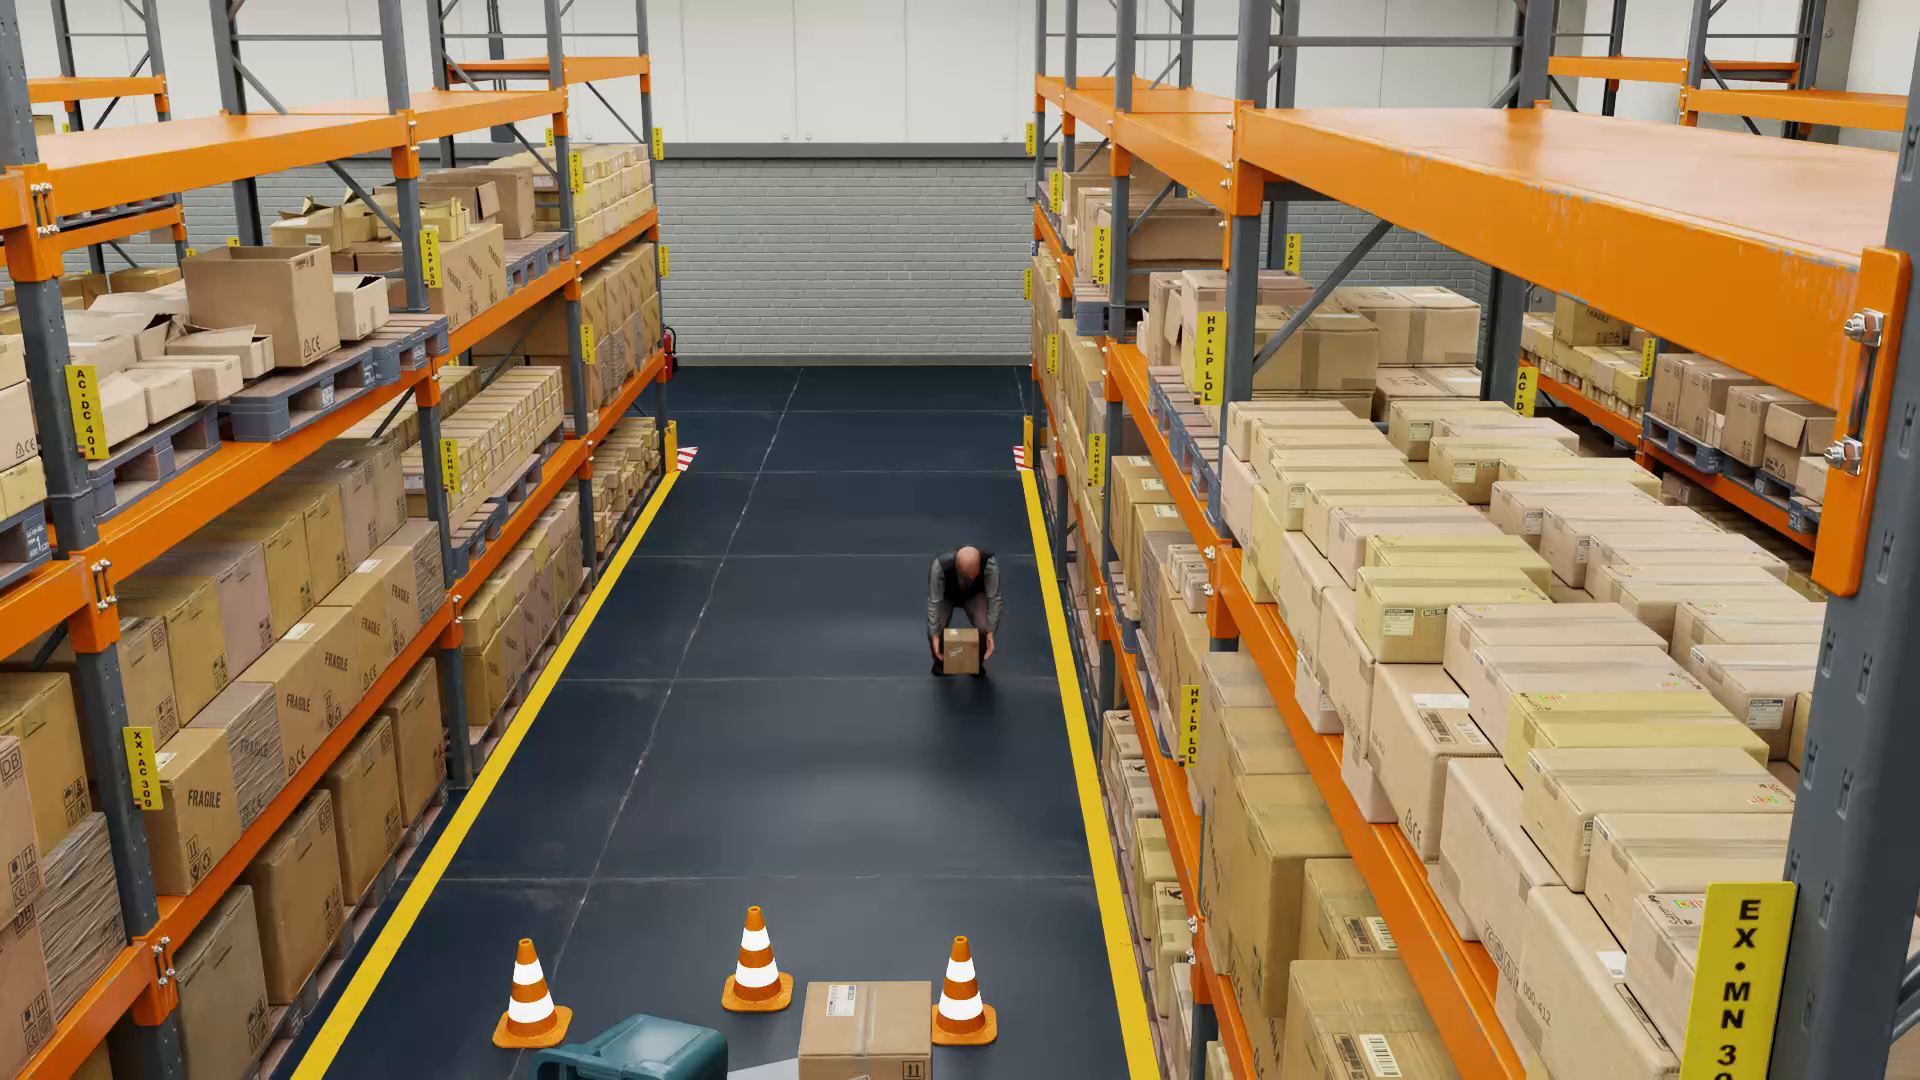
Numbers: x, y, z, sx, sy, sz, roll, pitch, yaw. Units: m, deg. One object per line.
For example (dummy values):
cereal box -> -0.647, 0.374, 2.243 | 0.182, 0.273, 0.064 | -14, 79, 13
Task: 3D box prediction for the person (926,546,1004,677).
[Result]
person -> 0.032, 0.481, 12.142 | 0.557, 1.066, 0.829 | 0, 17, -1
